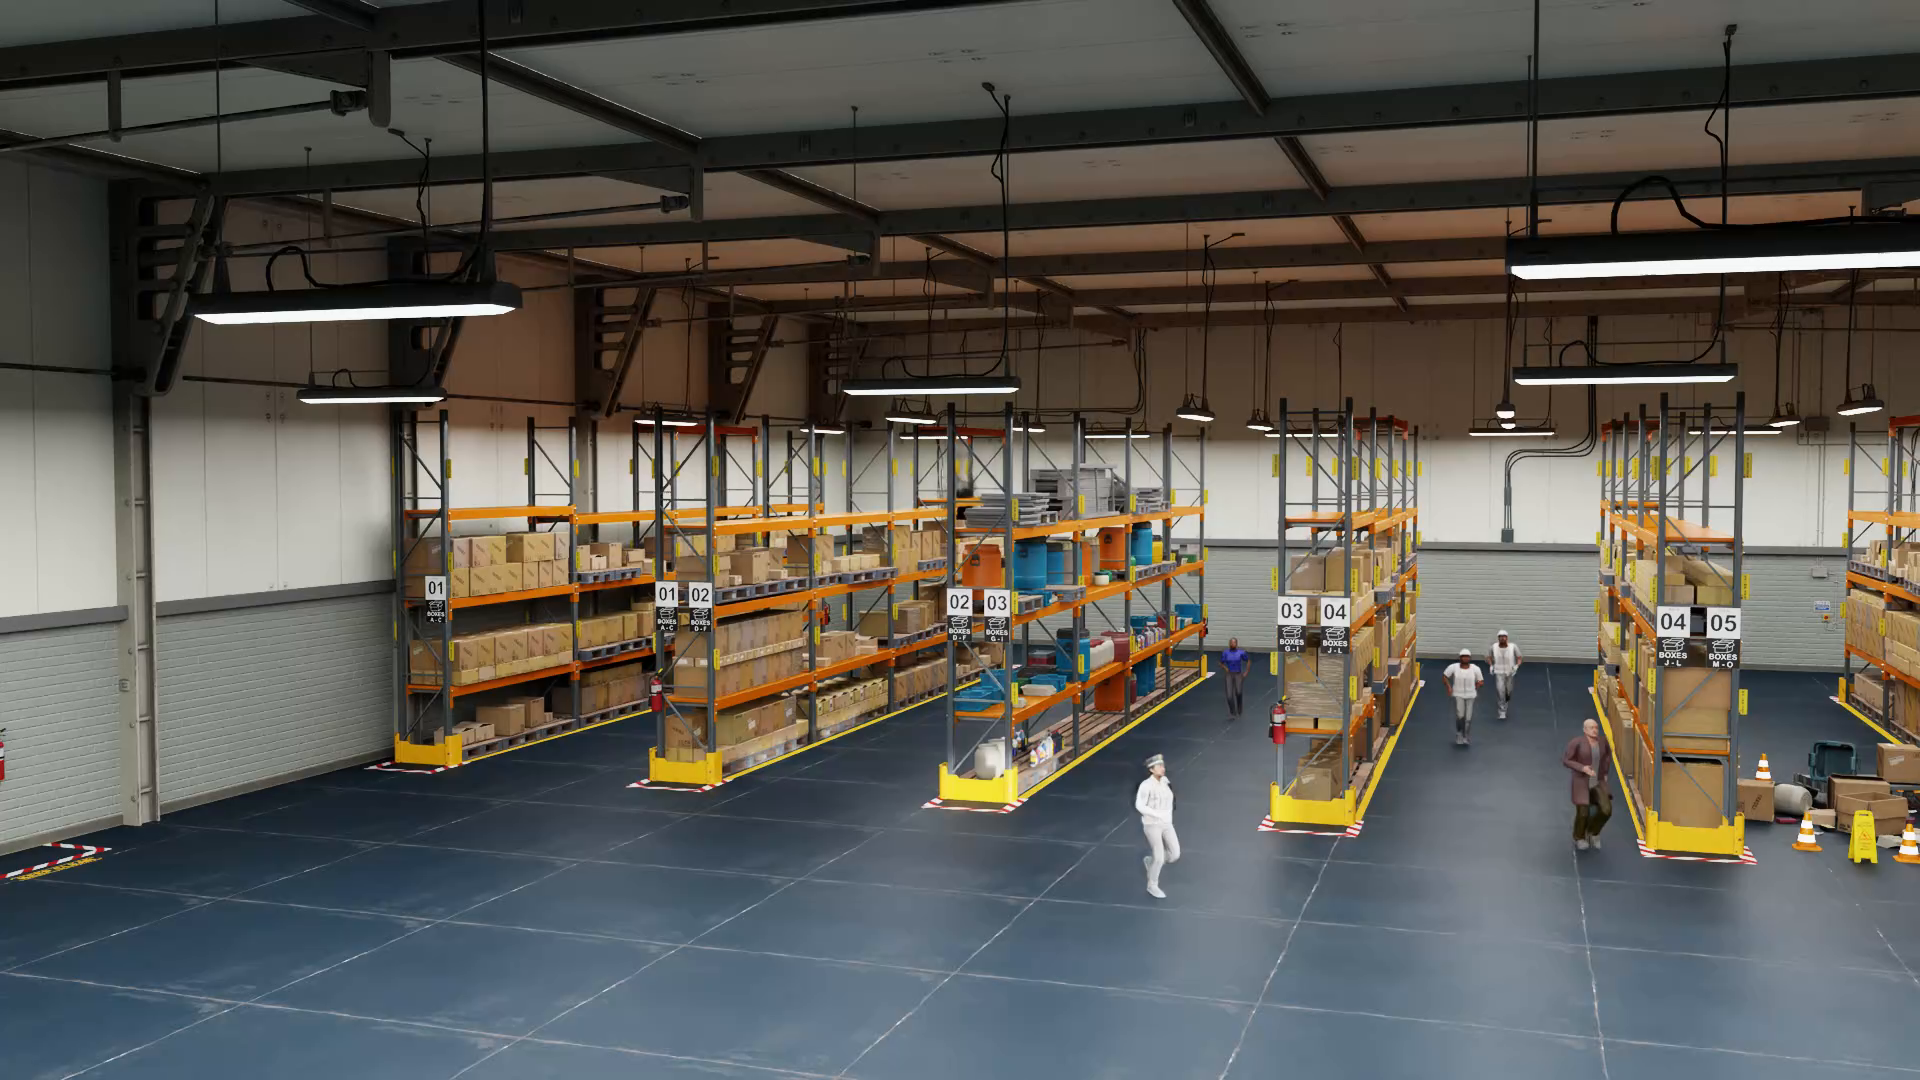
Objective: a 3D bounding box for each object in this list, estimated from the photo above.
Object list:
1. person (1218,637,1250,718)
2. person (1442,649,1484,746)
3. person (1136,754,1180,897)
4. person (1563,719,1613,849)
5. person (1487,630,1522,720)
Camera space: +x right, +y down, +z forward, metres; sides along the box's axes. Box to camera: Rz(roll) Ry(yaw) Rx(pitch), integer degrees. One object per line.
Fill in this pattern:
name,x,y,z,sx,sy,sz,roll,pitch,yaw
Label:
person,5.477,2.765,33.255,0.624,1.624,0.537,1,3,13
person,9.099,2.846,30.032,0.696,1.754,0.635,0,2,10
person,2.339,3.337,19.509,0.658,1.665,0.537,-2,3,-41
person,8.247,3.200,21.748,0.721,1.735,0.776,0,2,-3
person,10.911,2.685,33.332,0.672,1.775,0.757,1,3,19
